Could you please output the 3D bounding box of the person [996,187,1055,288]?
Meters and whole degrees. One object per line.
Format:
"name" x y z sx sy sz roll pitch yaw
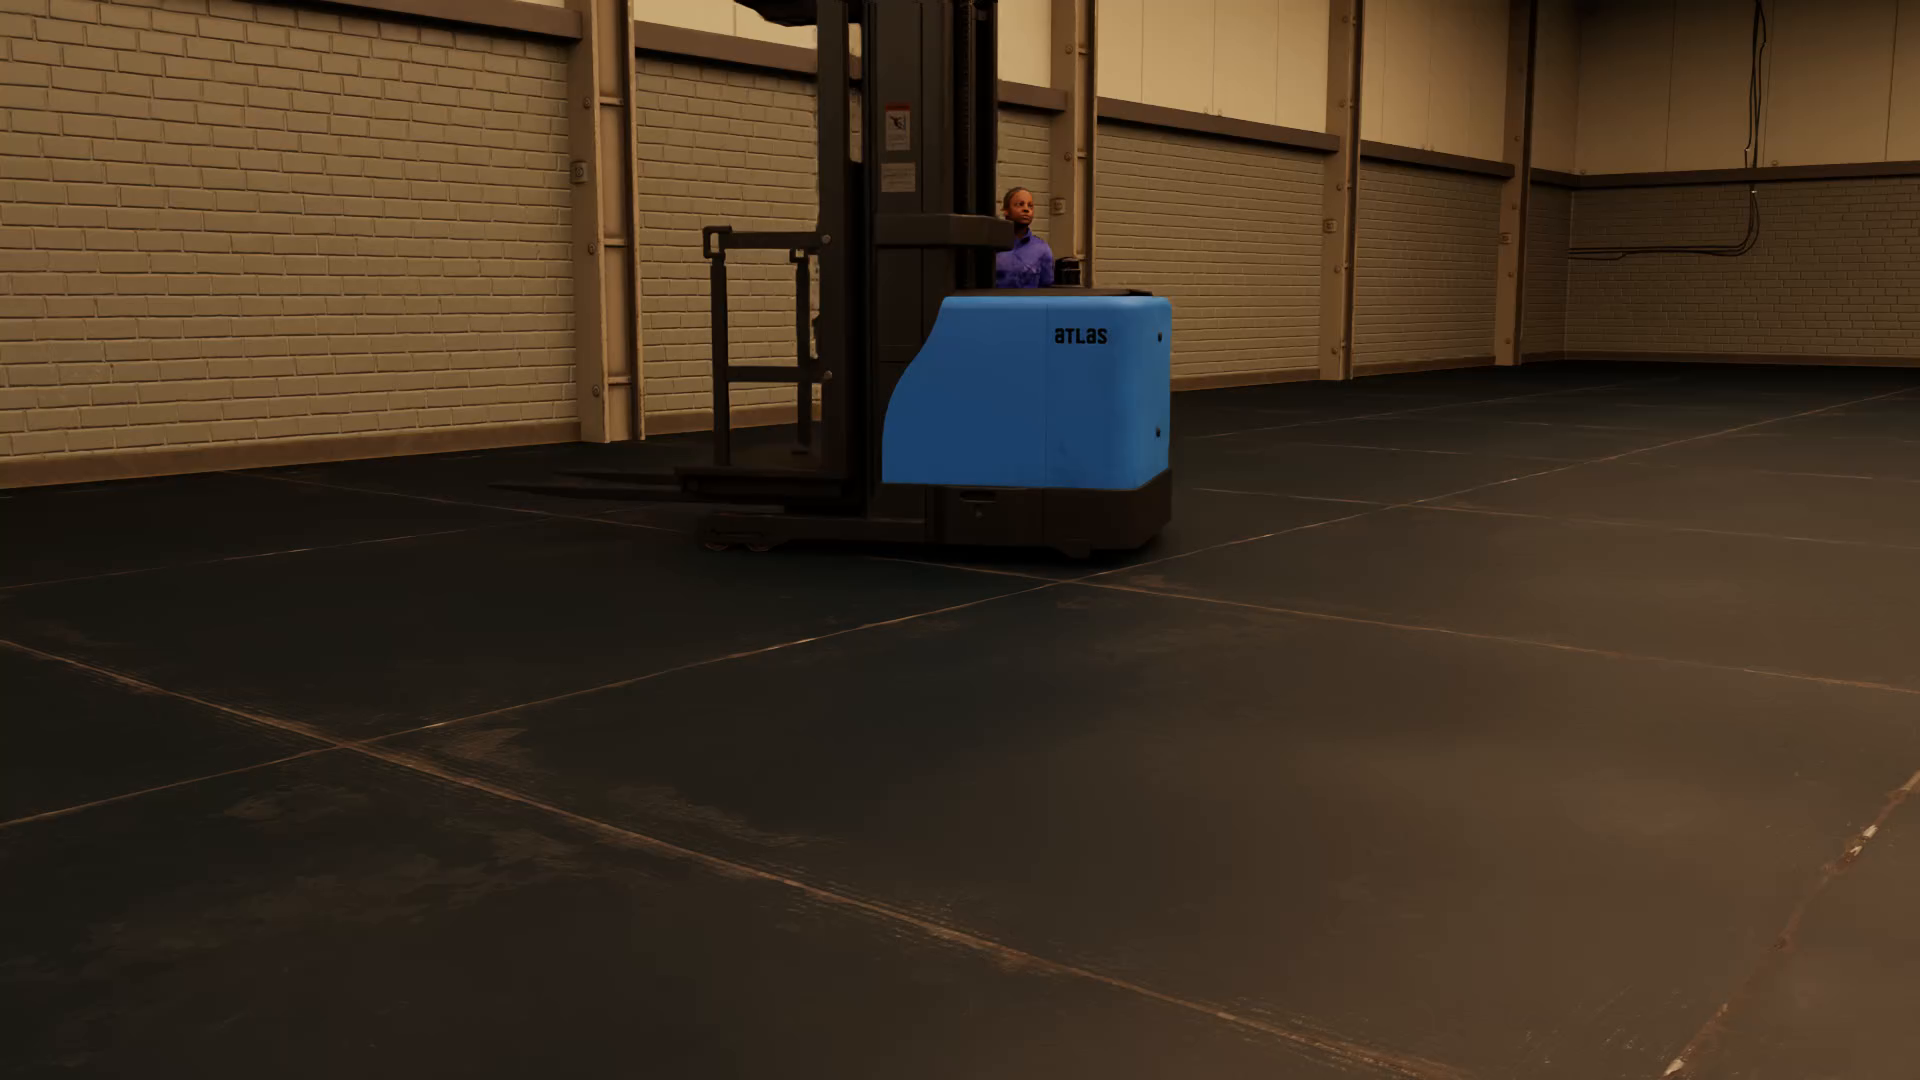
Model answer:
"person" 0.283 -1.061 8.977 0.570 1.629 0.504 -1 8 -7

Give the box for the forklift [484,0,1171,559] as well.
"forklift" -0.623 -1.467 7.309 3.031 2.935 1.130 2 9 15
